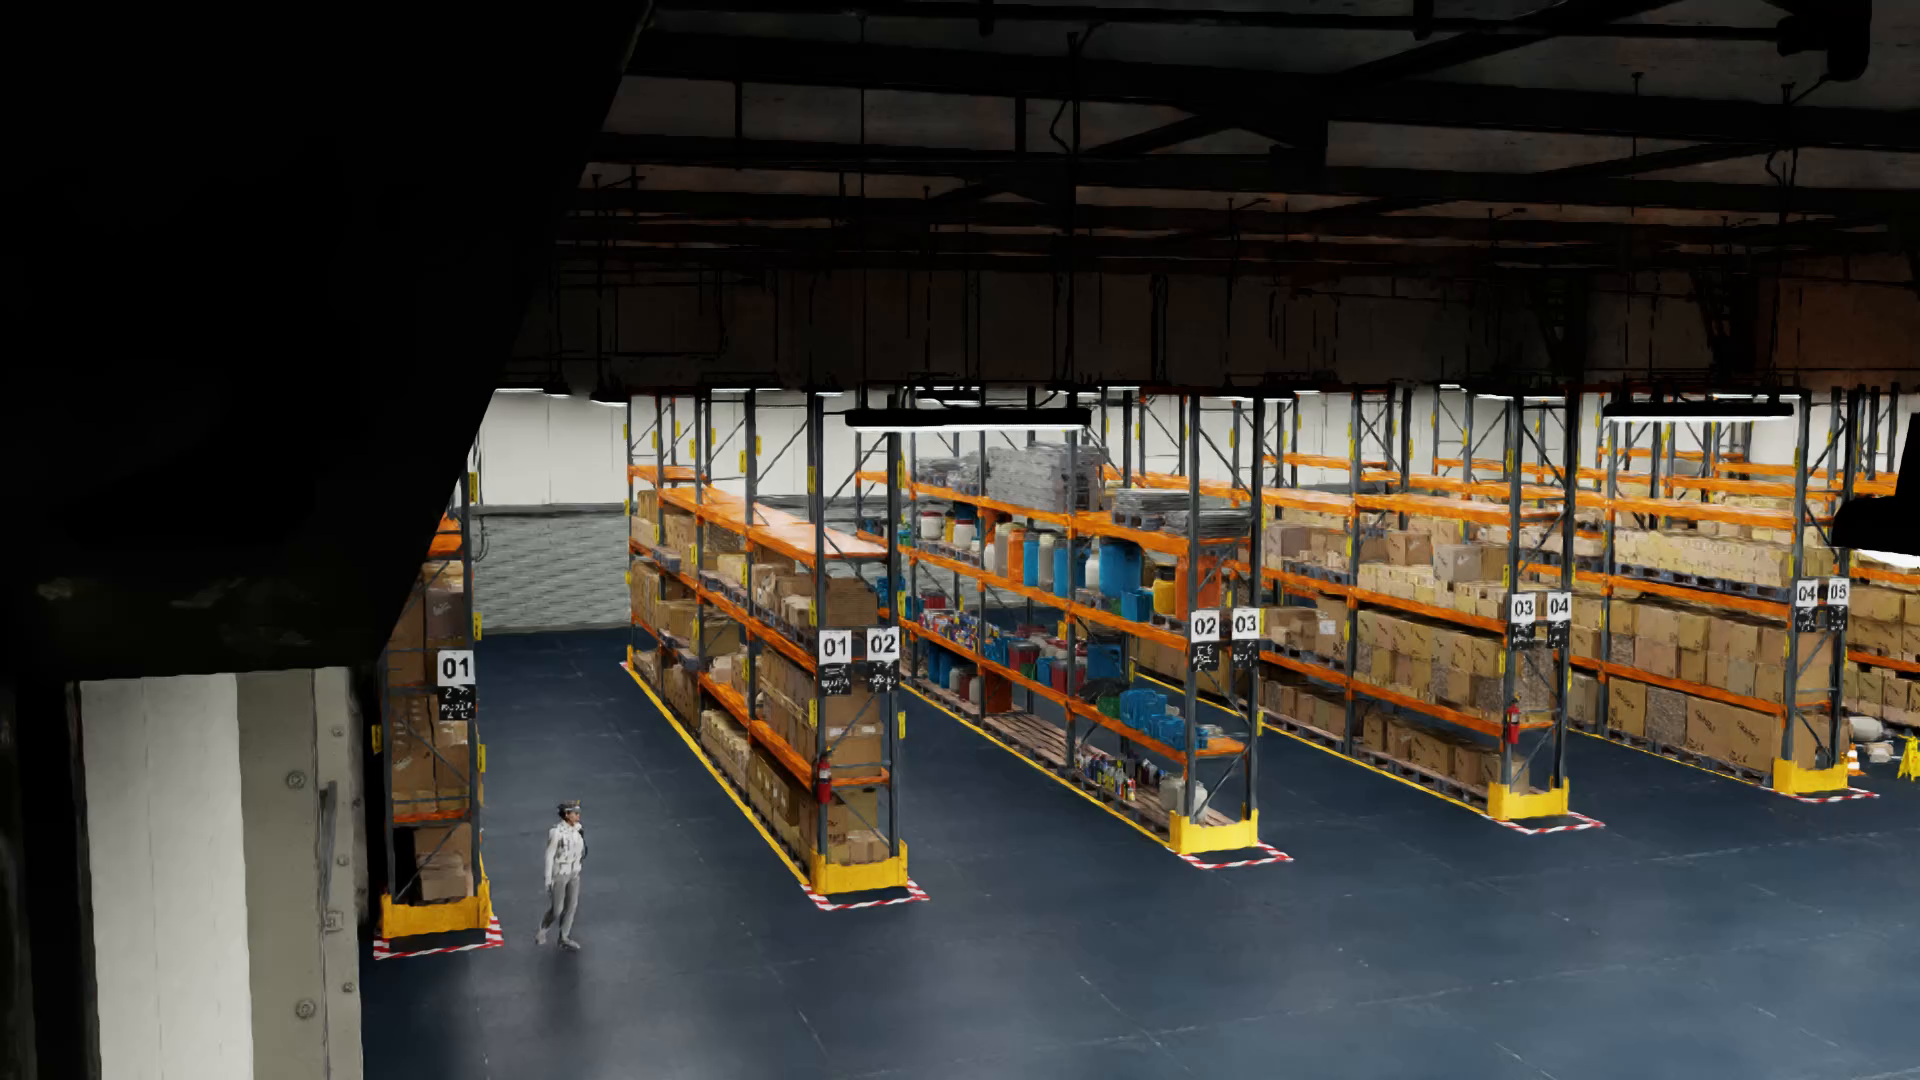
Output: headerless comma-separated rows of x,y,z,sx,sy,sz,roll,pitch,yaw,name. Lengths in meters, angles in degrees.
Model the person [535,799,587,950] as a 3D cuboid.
-4.368,3.634,18.161,0.527,1.668,0.535,4,7,35,person
